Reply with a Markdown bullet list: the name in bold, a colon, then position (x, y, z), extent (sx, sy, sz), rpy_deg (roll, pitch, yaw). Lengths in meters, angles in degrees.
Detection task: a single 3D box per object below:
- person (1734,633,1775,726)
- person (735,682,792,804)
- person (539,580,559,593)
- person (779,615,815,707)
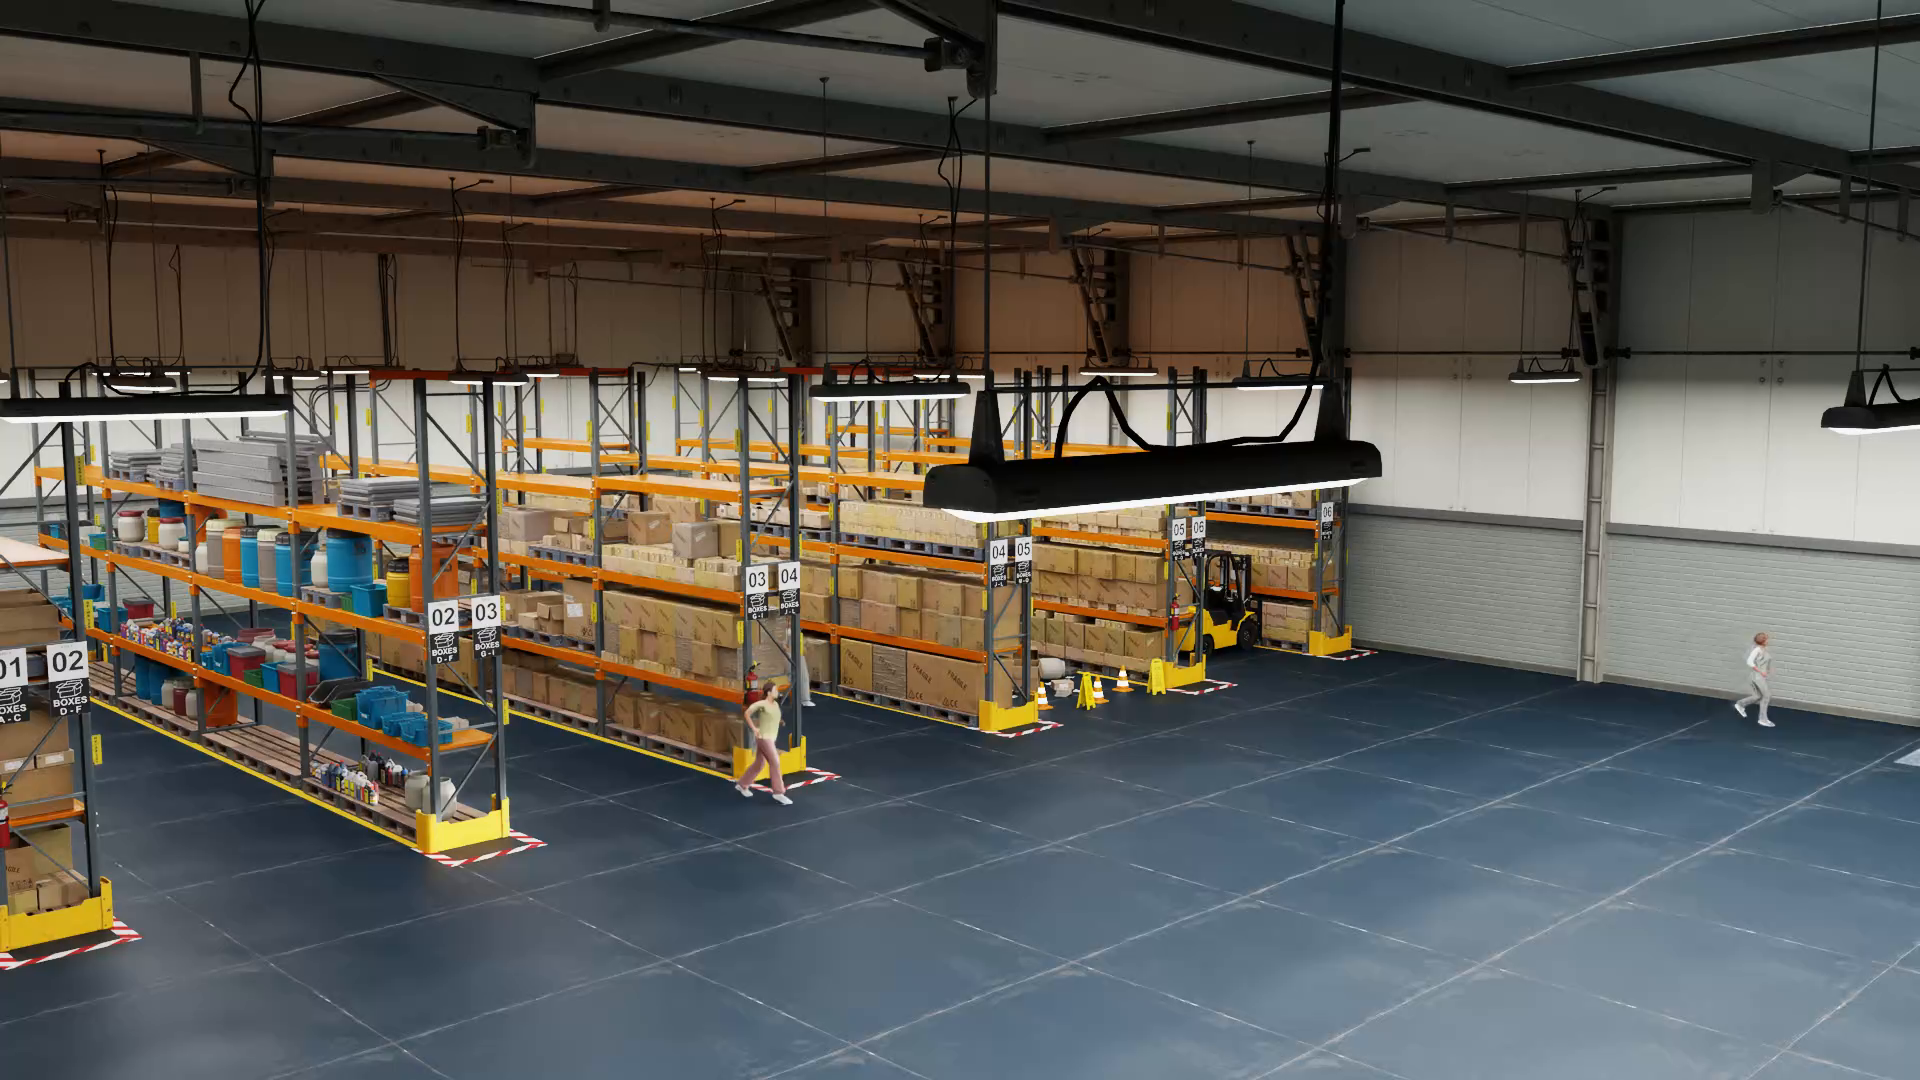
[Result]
- **person**: position (13.572, 2.360, 28.337), extent (0.664, 1.589, 0.550), rpy_deg (5, 8, 38)
- **person**: position (-2.726, 2.838, 23.564), extent (0.923, 1.664, 0.576), rpy_deg (2, 7, 17)
- **person**: position (-10.170, 0.866, 40.967), extent (0.530, 1.700, 0.684), rpy_deg (1, 7, 8)
- **person**: position (-2.945, 2.148, 29.849), extent (0.970, 1.624, 0.584), rpy_deg (6, 9, 42)
